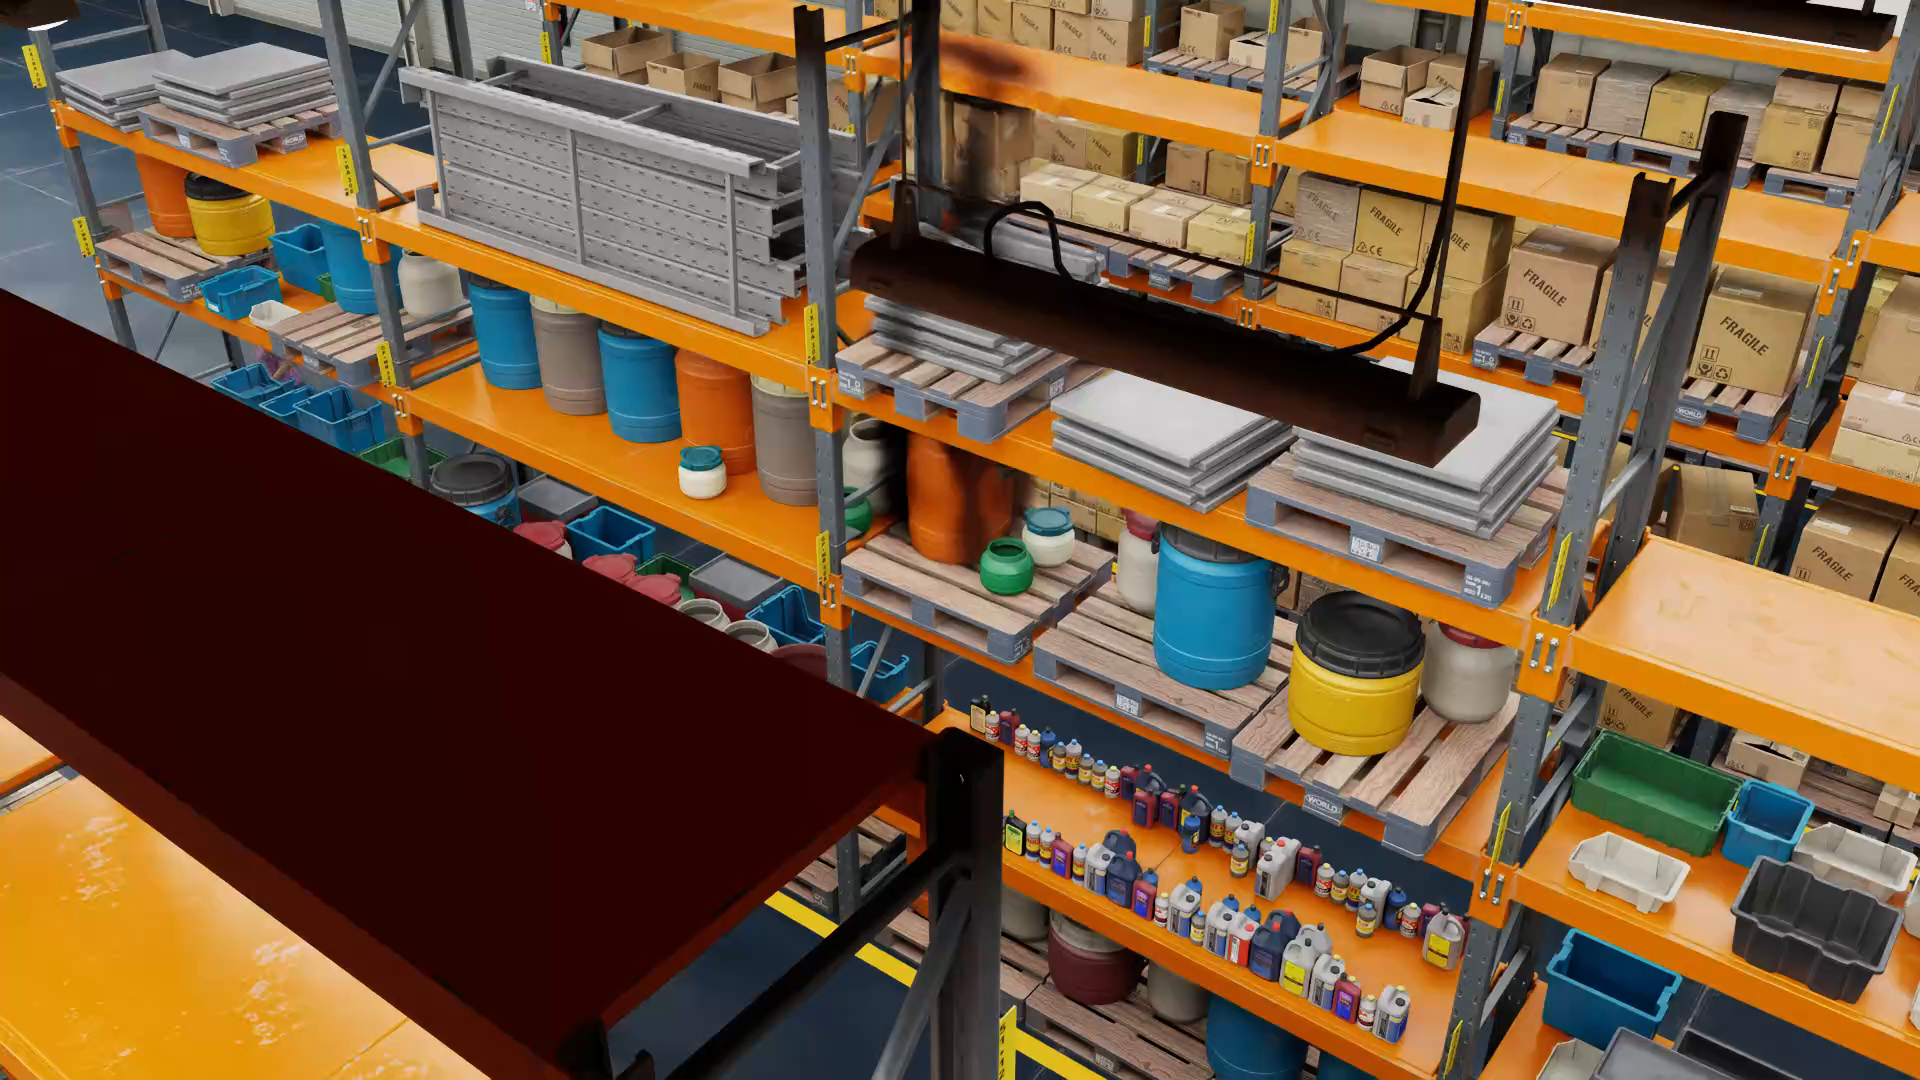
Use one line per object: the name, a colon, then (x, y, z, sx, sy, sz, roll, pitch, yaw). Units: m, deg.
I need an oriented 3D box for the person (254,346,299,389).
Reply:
person: (-6.596, -1.564, 16.370, 0.680, 1.562, 0.525, -18, 36, -27)
